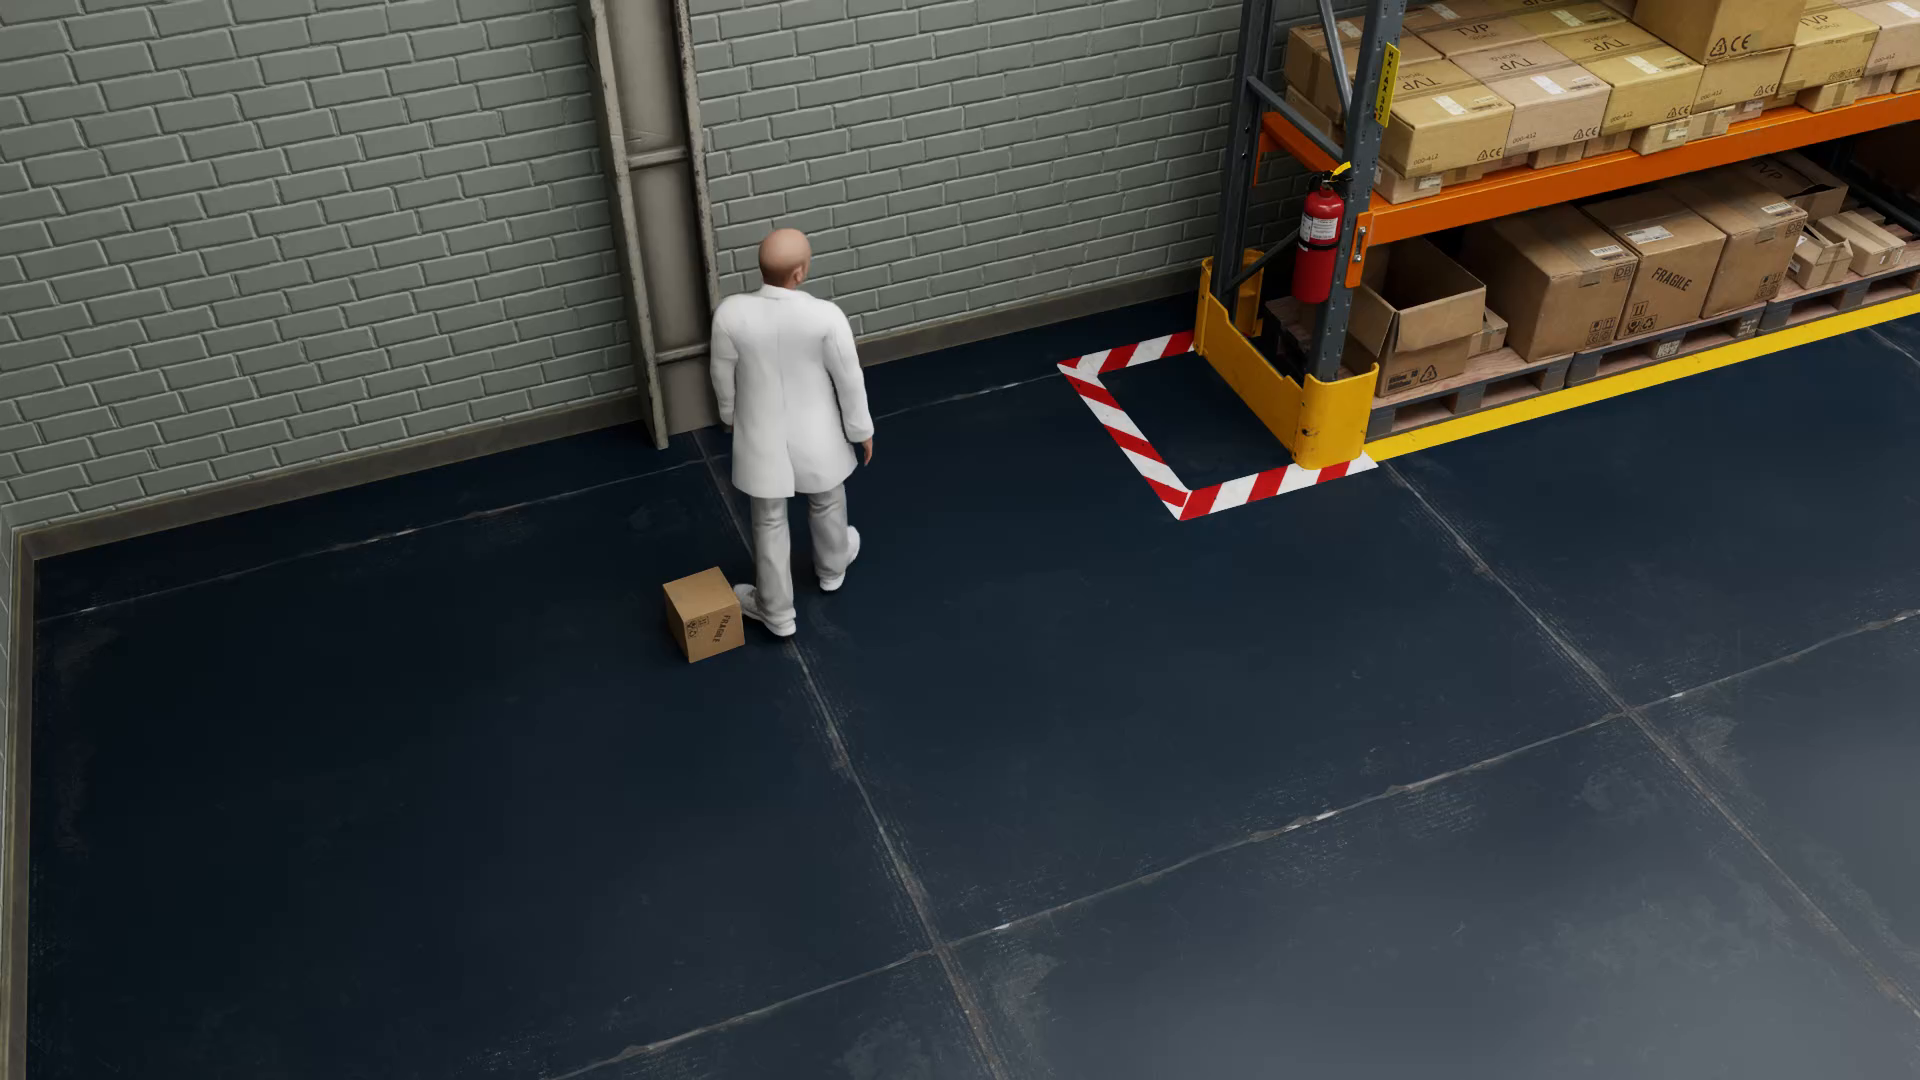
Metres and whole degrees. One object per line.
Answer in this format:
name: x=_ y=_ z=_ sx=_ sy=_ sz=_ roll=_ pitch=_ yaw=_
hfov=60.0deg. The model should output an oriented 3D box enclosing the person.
person: x=-0.662 y=-0.457 z=6.665 sx=0.639 sy=1.773 sz=0.670 roll=-1 pitch=41 yaw=-1
